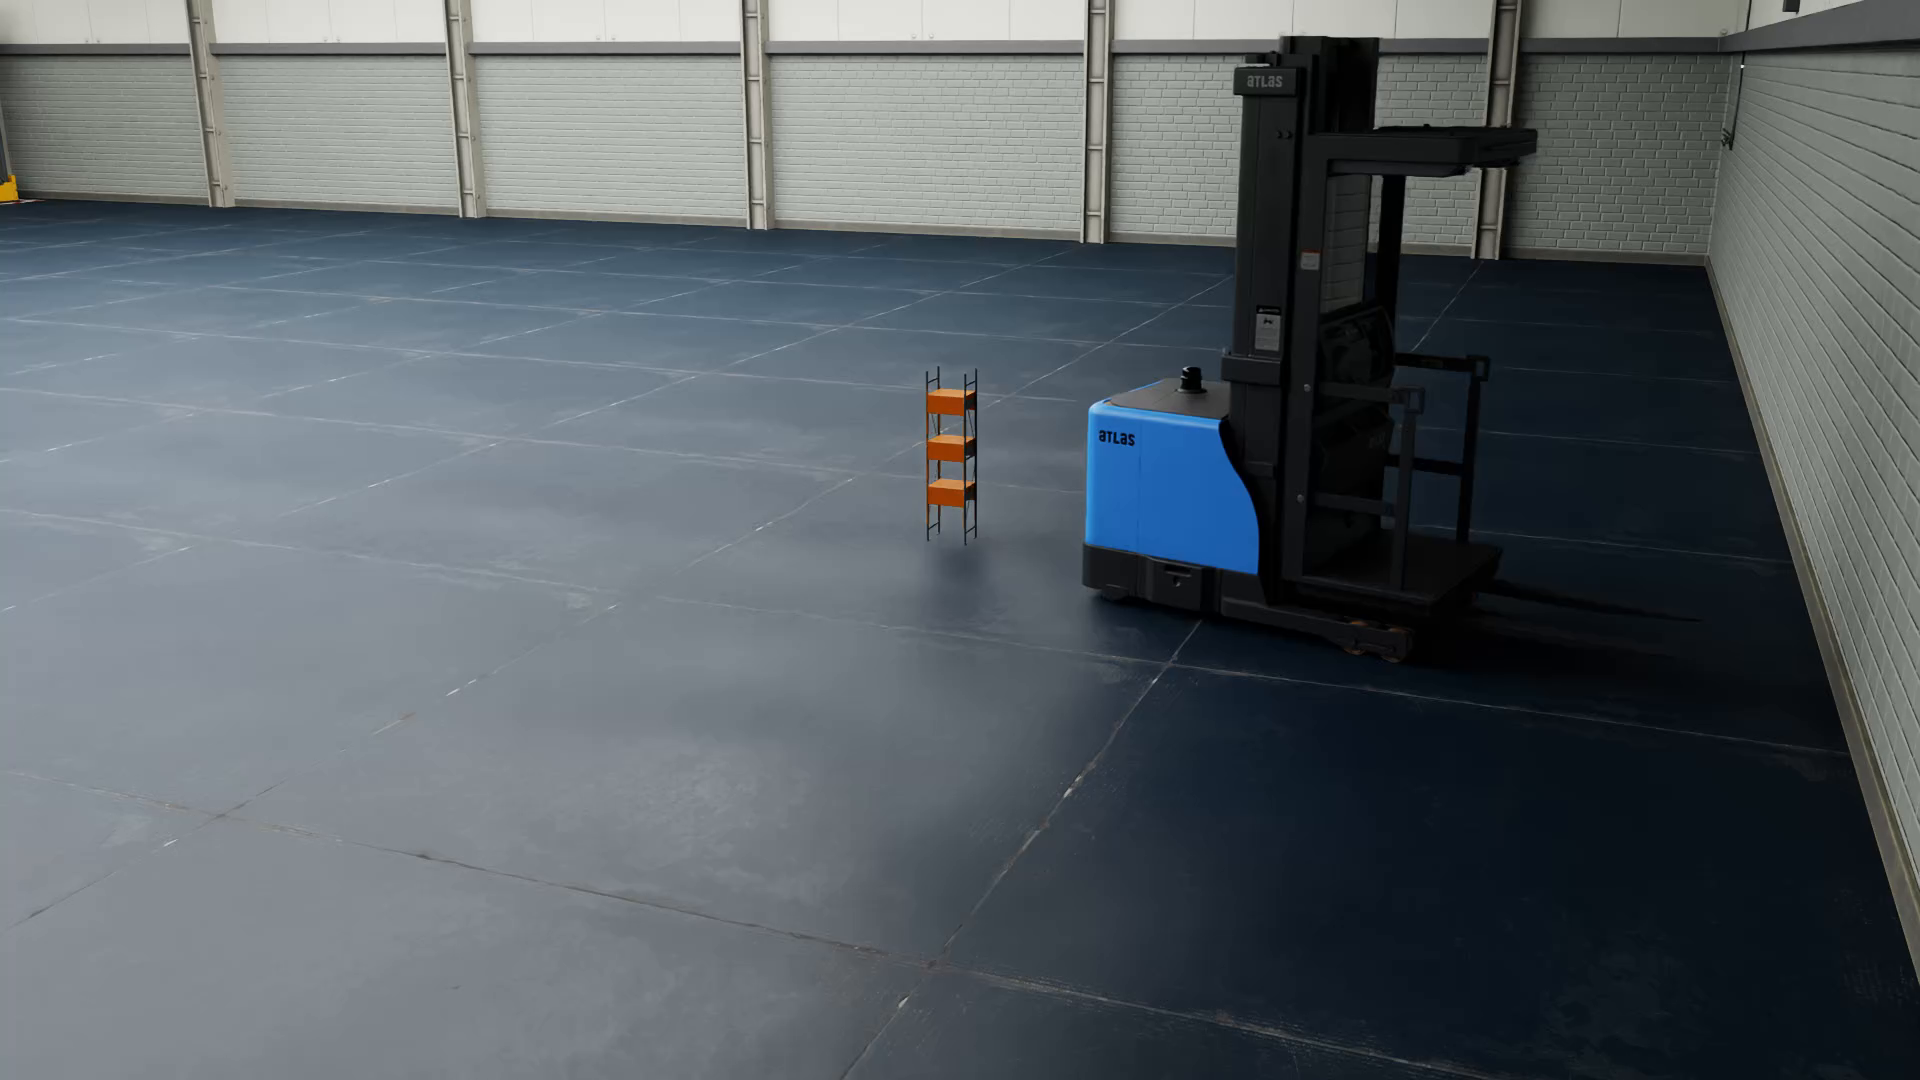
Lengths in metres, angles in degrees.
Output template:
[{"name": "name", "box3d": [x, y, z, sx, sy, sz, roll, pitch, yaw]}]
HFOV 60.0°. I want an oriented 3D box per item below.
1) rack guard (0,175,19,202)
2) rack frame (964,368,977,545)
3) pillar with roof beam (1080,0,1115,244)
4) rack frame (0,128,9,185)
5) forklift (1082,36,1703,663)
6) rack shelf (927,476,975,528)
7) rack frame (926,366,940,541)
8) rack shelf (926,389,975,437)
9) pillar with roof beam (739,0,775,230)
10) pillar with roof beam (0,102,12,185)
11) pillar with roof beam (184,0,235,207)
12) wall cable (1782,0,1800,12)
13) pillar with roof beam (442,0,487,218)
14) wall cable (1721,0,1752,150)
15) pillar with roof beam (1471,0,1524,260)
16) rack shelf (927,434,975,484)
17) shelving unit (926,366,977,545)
[{"name": "rack guard", "box3d": [-19.835, -7.149, 33.904, 0.348, 0.500, 1.175, 6, 17, 21]}, {"name": "rack frame", "box3d": [0.064, -0.497, 10.003, 0.008, 1.050, 0.200, 6, 17, 21]}, {"name": "pillar with roof beam", "box3d": [0.572, -7.967, 21.475, 0.400, 9.000, 9.100, 6, 17, 21]}, {"name": "rack frame", "box3d": [-19.858, -8.352, 33.564, 0.127, 3.000, 1.000, 6, 17, 21]}, {"name": "forklift", "box3d": [2.173, -0.978, 8.286, 3.031, 2.935, 1.130, 11, 19, 33]}, {"name": "rack shelf", "box3d": [-0.050, -0.233, 10.127, 0.240, 0.259, 0.215, 6, 17, 21]}, {"name": "rack frame", "box3d": [-0.163, -0.522, 10.089, 0.008, 1.050, 0.200, 6, 17, 21]}, {"name": "rack shelf", "box3d": [-0.050, -0.772, 9.970, 0.240, 0.259, 0.215, 6, 17, 21]}, {"name": "pillar with roof beam", "box3d": [-5.010, -8.581, 23.589, 0.400, 9.000, 9.100, 6, 17, 21]}, {"name": "pillar with roof beam", "box3d": [-21.754, -10.422, 29.932, 0.400, 9.000, 9.100, 6, 17, 21]}, {"name": "pillar with roof beam", "box3d": [-16.173, -9.808, 27.818, 0.400, 9.000, 9.100, 6, 17, 21]}, {"name": "wall cable", "box3d": [6.490, -6.998, 12.038, 0.169, 6.003, 2.305, 6, 17, 21]}, {"name": "pillar with roof beam", "box3d": [-10.591, -9.194, 25.704, 0.400, 9.000, 9.100, 6, 17, 21]}, {"name": "wall cable", "box3d": [9.988, -6.334, 21.420, 0.112, 2.526, 3.097, 6, 17, 21]}, {"name": "pillar with roof beam", "box3d": [6.153, -7.353, 19.361, 0.400, 9.000, 9.100, 6, 17, 21]}, {"name": "rack shelf", "box3d": [-0.050, -0.499, 10.049, 0.240, 0.259, 0.215, 6, 17, 21]}, {"name": "shelving unit", "box3d": [-0.050, -0.510, 10.046, 0.252, 1.050, 0.215, 6, 17, 21]}]
